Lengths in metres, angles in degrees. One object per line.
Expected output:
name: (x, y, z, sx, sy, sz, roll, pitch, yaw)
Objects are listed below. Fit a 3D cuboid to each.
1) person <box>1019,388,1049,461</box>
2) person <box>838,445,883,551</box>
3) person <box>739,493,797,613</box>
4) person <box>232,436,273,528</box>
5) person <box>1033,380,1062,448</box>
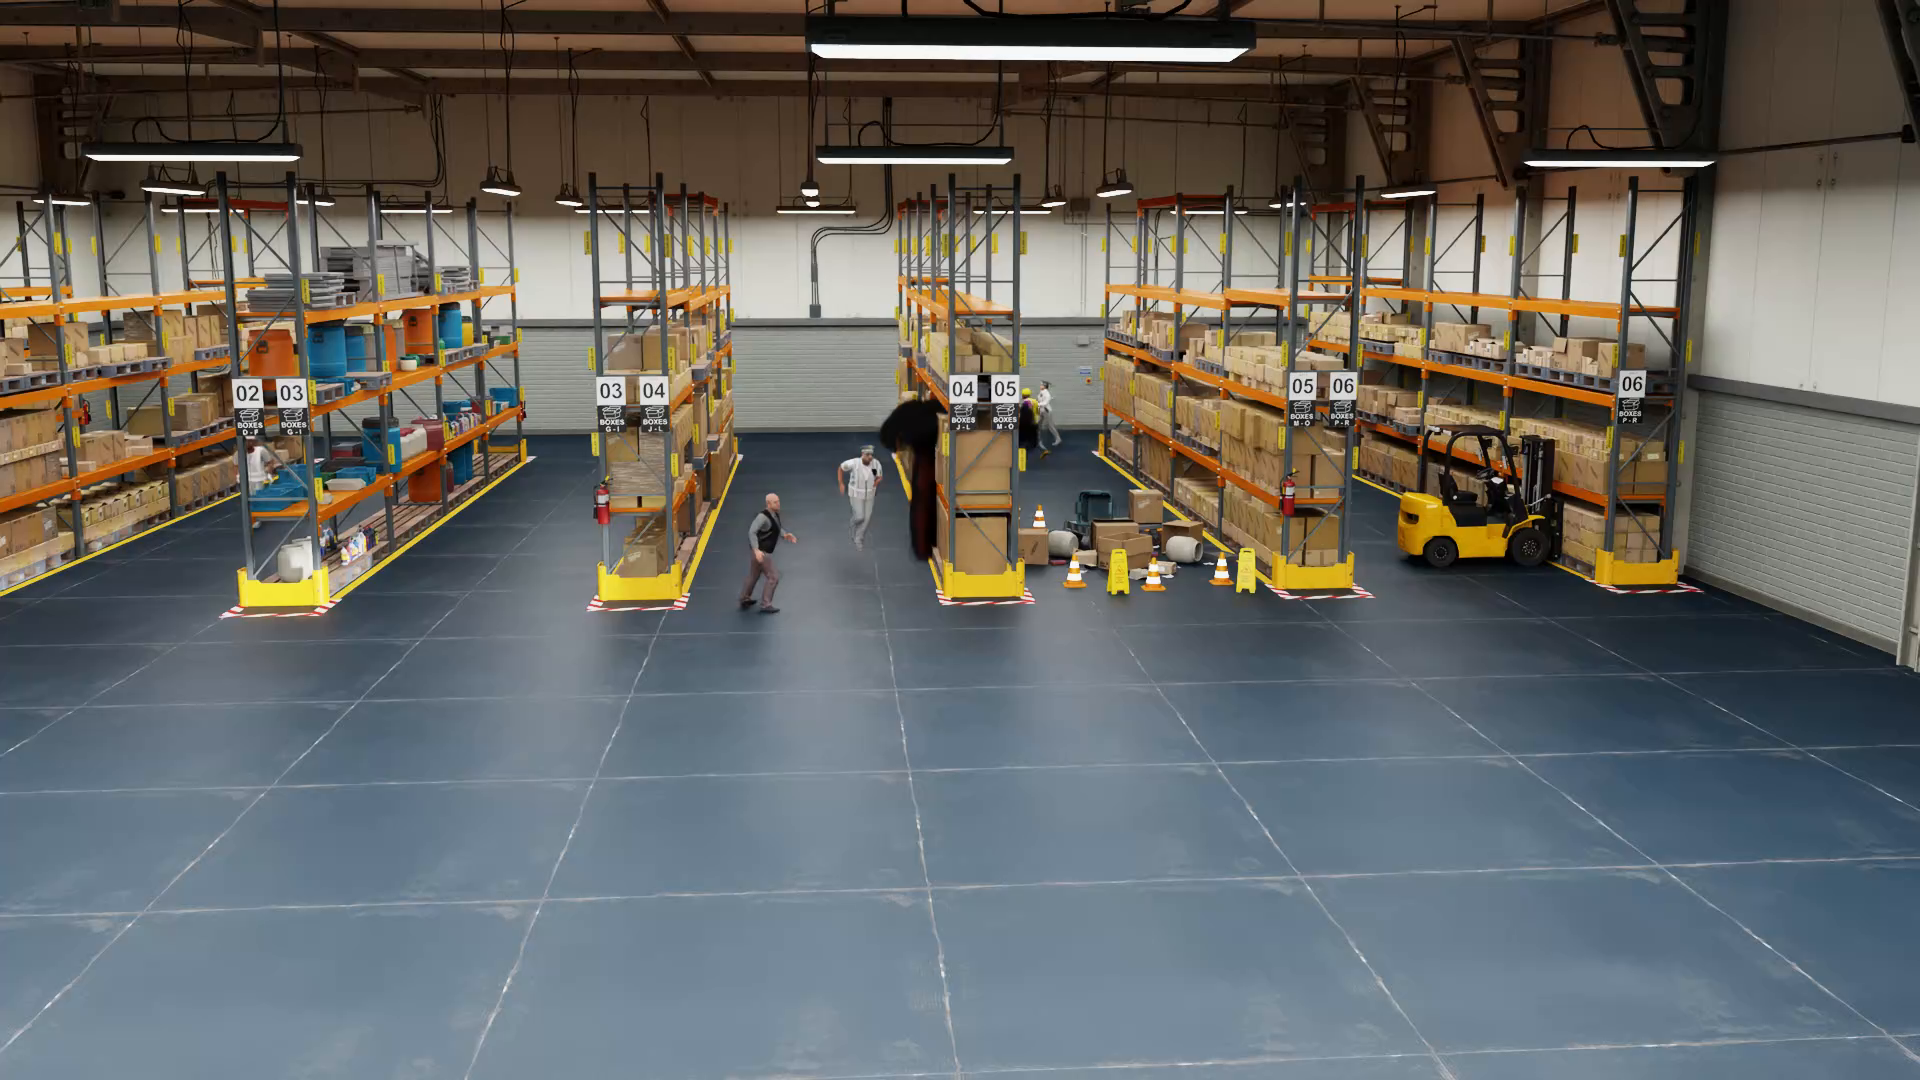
person: (1.709, -2.686, 38.985, 0.853, 1.723, 0.700, 8, 13, 37)
person: (-1.522, -0.657, 25.953, 0.662, 1.701, 0.740, -4, 11, -22)
person: (-2.683, 0.160, 23.078, 0.834, 1.664, 0.706, 0, 10, 0)
person: (-12.651, -1.062, 29.753, 0.679, 1.723, 0.648, -1, 10, -6)
person: (2.147, -3.152, 41.710, 0.832, 1.741, 0.594, -3, 10, -17)
